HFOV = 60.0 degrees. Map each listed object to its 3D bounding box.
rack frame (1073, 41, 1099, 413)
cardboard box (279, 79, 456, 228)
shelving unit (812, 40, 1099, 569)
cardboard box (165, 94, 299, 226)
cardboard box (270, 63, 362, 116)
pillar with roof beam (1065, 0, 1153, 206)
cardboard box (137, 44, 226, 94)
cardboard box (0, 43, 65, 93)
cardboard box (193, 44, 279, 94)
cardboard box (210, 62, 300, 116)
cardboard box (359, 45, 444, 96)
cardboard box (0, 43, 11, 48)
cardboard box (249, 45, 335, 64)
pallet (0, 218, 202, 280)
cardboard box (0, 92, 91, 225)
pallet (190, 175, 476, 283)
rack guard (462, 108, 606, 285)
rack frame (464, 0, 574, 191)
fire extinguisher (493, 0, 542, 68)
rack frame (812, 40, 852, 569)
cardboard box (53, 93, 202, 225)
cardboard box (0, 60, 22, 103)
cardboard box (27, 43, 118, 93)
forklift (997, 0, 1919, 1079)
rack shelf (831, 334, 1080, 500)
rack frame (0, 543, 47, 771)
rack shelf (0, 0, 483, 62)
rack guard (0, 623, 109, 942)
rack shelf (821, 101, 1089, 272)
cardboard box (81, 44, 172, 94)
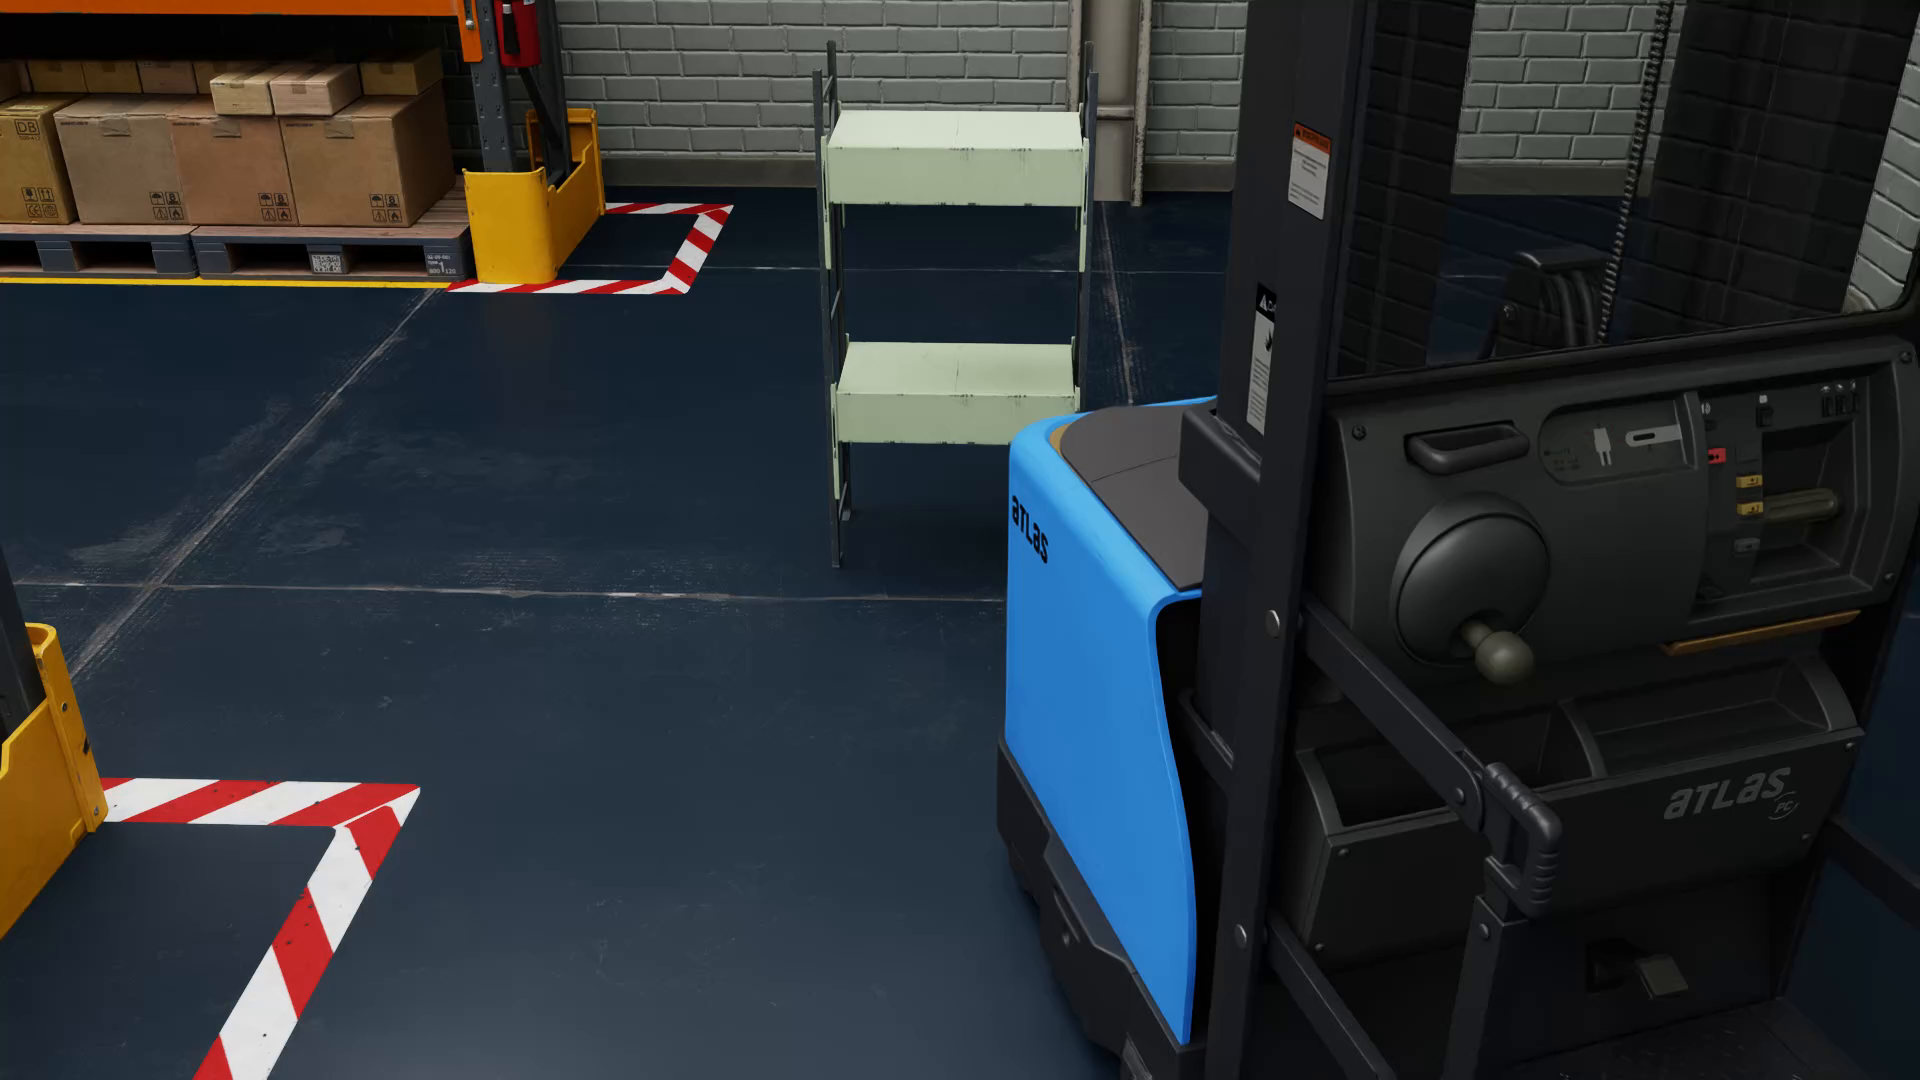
[{"bbox_3d":[0.359,-0.657,4.888,0.023,1.500,0.400,1,28,2],"label":"rack frame"},{"bbox_3d":[-2.698,-1.783,7.631,0.500,0.500,0.700,1,28,2],"label":"cardboard box"},{"bbox_3d":[-0.007,-0.663,4.899,0.755,1.500,0.431,1,28,2],"label":"shelving unit"},{"bbox_3d":[-3.198,-1.791,7.646,0.500,0.500,0.700,1,28,2],"label":"cardboard box"},{"bbox_3d":[-2.833,-1.986,7.322,0.250,0.149,0.380,1,28,1],"label":"cardboard box"},{"bbox_3d":[0.582,-3.733,2.683,0.400,9.000,9.100,1,28,2],"label":"pillar with roof beam"},{"bbox_3d":[-3.577,-2.177,7.682,0.250,0.149,0.380,1,28,3],"label":"cardboard box"},{"bbox_3d":[-4.344,-2.189,7.705,0.250,0.149,0.380,1,28,2],"label":"cardboard box"},{"bbox_3d":[-3.322,-2.173,7.675,0.250,0.149,0.380,1,28,2],"label":"cardboard box"},{"bbox_3d":[-3.088,-1.990,7.329,0.250,0.149,0.380,2,28,3],"label":"cardboard box"},{"bbox_3d":[-2.566,-2.161,7.652,0.250,0.149,0.380,1,28,2],"label":"cardboard box"},{"bbox_3d":[-4.596,-2.194,7.714,0.250,0.149,0.380,0,28,0],"label":"cardboard box"},{"bbox_3d":[-3.072,-2.169,7.667,0.250,0.149,0.380,1,28,2],"label":"cardboard box"},{"bbox_3d":[-4.013,-1.503,7.860,1.213,0.211,1.003,1,28,2],"label":"pallet"},{"bbox_3d":[-4.234,-1.804,7.672,0.500,0.500,0.700,2,28,3],"label":"cardboard box"},{"bbox_3d":[-2.797,-1.481,7.819,1.213,0.211,1.003,1,28,2],"label":"pallet"},{"bbox_3d":[-1.971,-1.632,7.795,0.348,0.500,1.175,1,28,2],"label":"rack guard"},{"bbox_3d":[-1.995,-2.737,7.210,0.127,3.000,1.000,1,28,2],"label":"rack frame"},{"bbox_3d":[-1.860,-2.319,6.904,0.183,0.674,0.296,1,28,2],"label":"fire extinguisher"},{"bbox_3d":[-0.372,-0.669,4.910,0.023,1.500,0.400,1,28,2],"label":"rack frame"},{"bbox_3d":[-3.701,-1.799,7.661,0.500,0.500,0.700,0,28,0],"label":"cardboard box"},{"bbox_3d":[-4.391,-2.011,7.368,0.250,0.149,0.380,0,28,0],"label":"cardboard box"},{"bbox_3d":[-4.086,-2.185,7.698,0.250,0.149,0.380,0,28,1],"label":"cardboard box"},{"bbox_3d":[1.010,-0.002,2.125,1.130,2.935,3.031,-8,29,-15],"label":"forklift"},{"bbox_3d":[-0.007,-0.375,5.052,0.720,0.370,0.431,1,28,2],"label":"rack shelf"},{"bbox_3d":[-2.166,-0.418,2.836,0.127,3.000,1.000,1,28,2],"label":"rack frame"},{"bbox_3d":[-3.994,-2.452,7.441,4.000,0.370,1.077,1,28,2],"label":"rack shelf"},{"bbox_3d":[-2.242,0.685,3.424,0.348,0.500,1.175,1,28,2],"label":"rack guard"},{"bbox_3d":[-0.007,-1.008,4.716,0.720,0.370,0.431,1,28,2],"label":"rack shelf"},{"bbox_3d":[-3.833,-2.181,7.690,0.250,0.149,0.380,1,28,2],"label":"cardboard box"}]
